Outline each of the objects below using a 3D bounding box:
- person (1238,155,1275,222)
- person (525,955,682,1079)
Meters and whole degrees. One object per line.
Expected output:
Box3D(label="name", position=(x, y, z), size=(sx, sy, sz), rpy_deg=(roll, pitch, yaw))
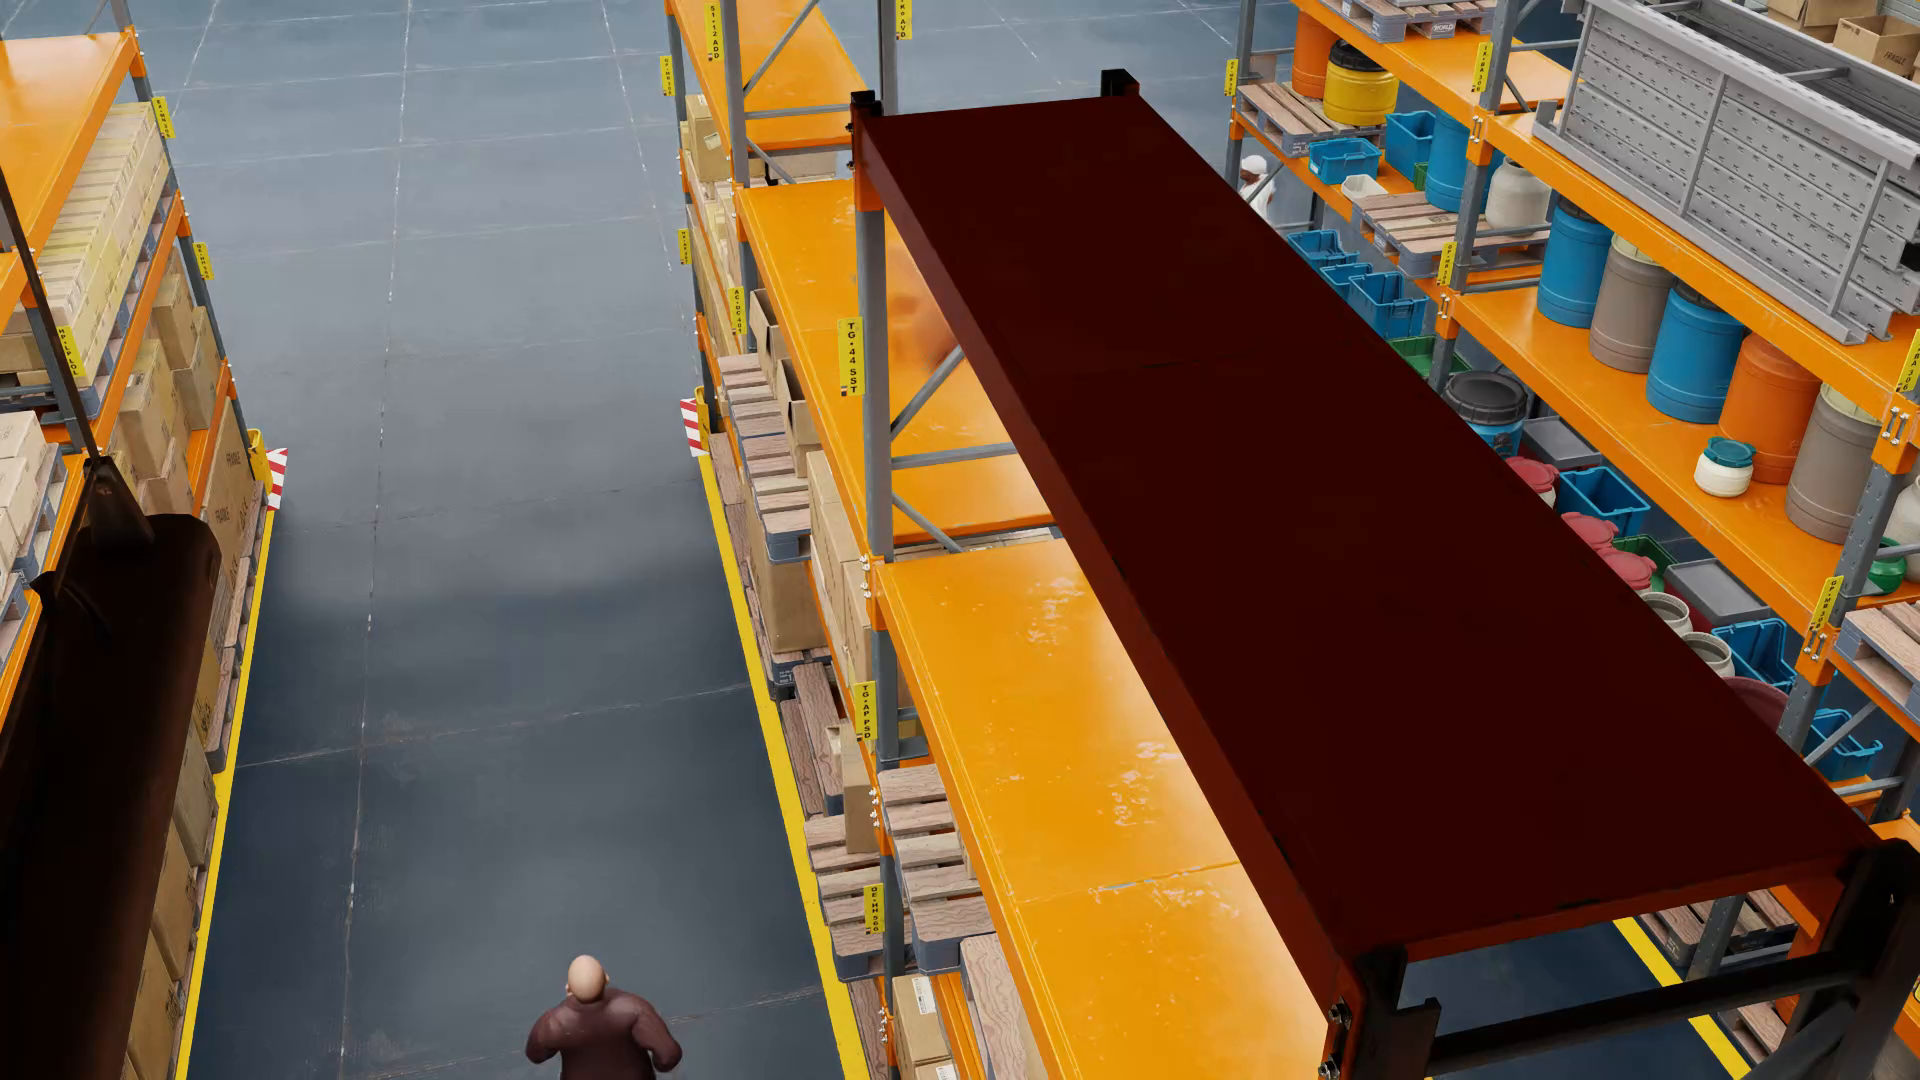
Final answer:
Box3D(label="person", position=(3.030, -3.179, 17.226), size=(0.593, 1.711, 0.752), rpy_deg=(12, 36, 17))
Box3D(label="person", position=(-1.714, 2.656, 8.096), size=(0.687, 1.820, 0.928), rpy_deg=(-13, 36, -18))
